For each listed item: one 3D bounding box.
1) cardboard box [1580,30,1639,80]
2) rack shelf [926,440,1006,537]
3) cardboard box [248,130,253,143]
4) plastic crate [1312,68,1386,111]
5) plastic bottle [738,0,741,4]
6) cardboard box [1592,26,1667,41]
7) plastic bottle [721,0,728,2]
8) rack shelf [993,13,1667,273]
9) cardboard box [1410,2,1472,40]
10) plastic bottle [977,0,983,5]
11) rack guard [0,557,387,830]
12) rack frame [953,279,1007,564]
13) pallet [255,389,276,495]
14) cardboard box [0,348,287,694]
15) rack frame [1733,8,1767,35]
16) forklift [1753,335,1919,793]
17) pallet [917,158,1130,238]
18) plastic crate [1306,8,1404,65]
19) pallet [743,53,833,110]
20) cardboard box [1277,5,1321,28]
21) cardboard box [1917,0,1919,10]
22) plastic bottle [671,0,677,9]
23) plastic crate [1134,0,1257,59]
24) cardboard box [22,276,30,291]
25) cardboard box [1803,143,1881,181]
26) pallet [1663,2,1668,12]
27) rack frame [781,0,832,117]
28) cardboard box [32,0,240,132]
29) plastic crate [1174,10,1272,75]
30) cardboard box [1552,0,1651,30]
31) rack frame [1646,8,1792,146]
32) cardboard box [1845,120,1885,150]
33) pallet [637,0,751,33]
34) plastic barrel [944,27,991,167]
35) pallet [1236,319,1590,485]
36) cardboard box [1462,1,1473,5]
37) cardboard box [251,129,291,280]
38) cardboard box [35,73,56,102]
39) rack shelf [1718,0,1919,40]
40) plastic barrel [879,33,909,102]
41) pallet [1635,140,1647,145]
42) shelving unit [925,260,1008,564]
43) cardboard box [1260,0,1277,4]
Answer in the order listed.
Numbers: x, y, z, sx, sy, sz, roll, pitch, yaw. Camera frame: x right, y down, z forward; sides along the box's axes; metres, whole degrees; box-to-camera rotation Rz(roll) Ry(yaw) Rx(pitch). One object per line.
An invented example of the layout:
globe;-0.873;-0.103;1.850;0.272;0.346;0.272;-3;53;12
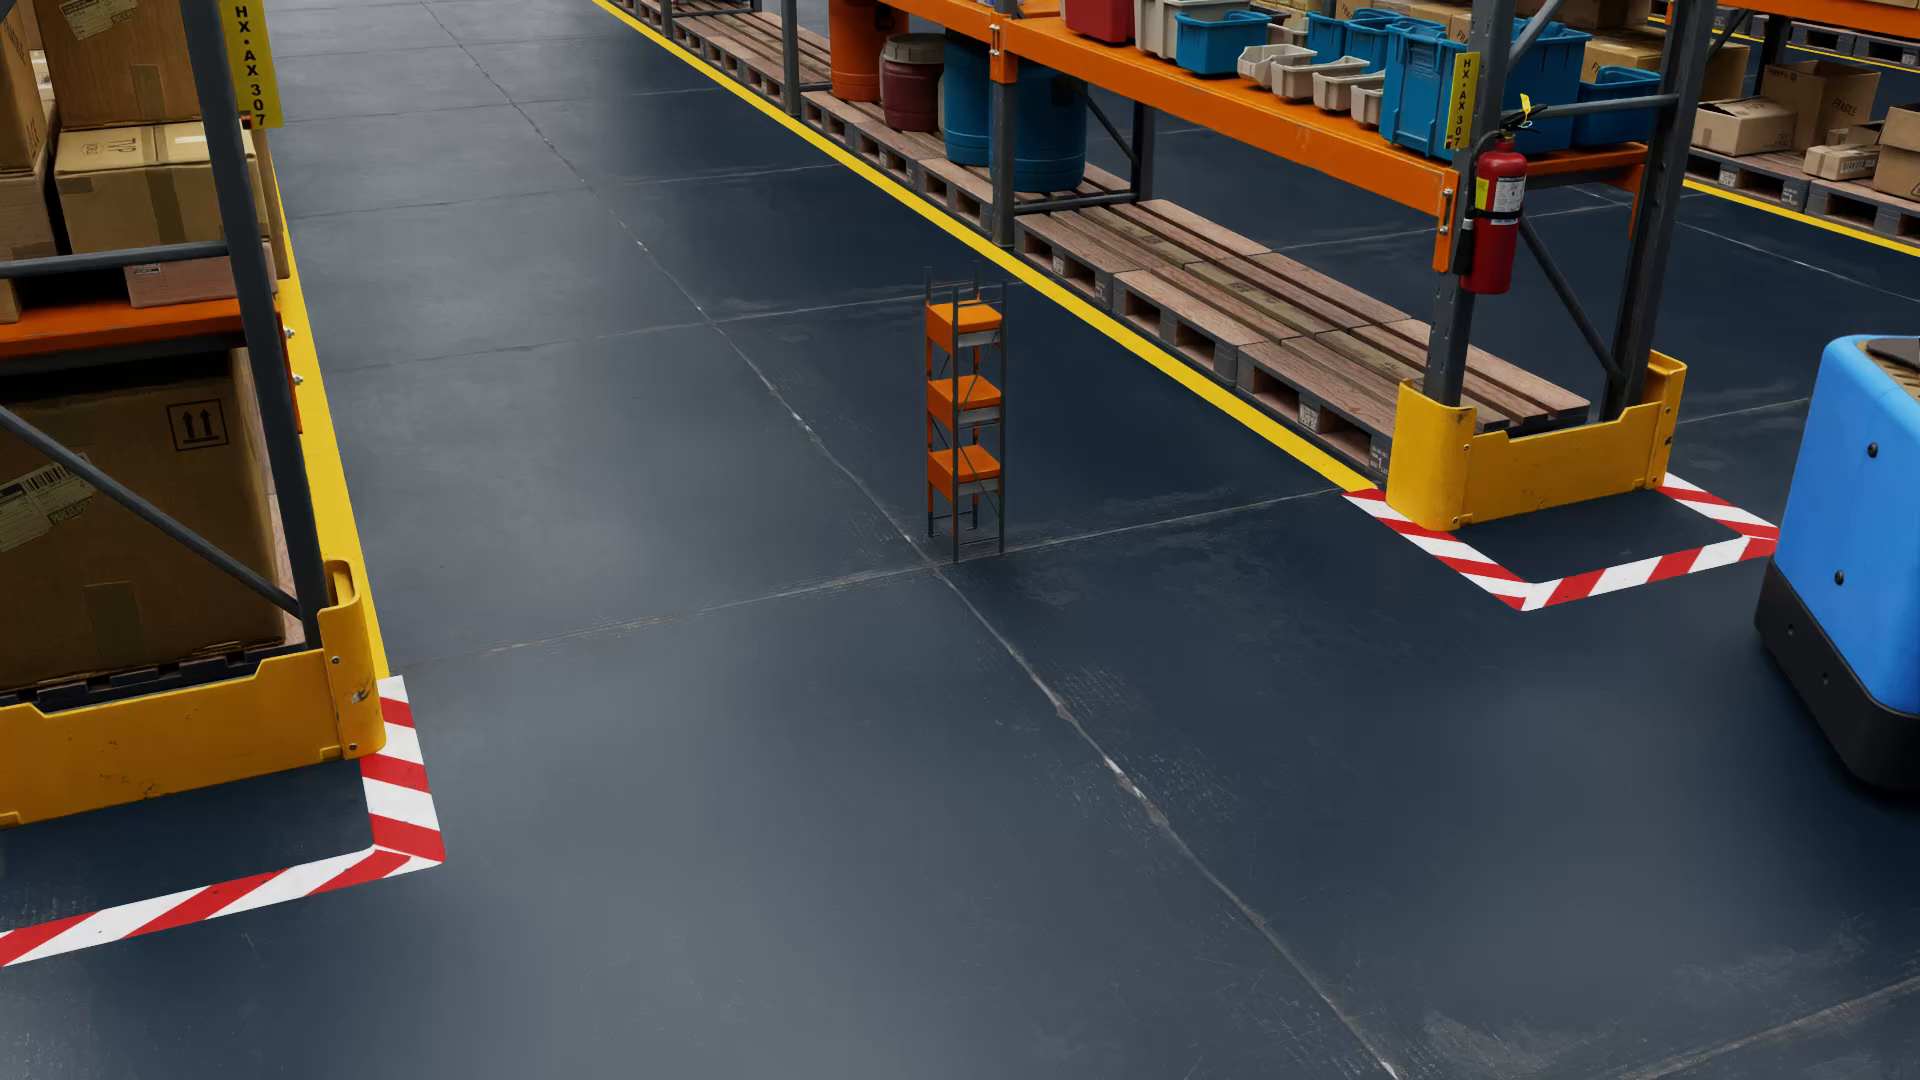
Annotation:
cardboard box;4.589;-3.437;12.218;0.500;0.500;0.500;-10;28;-20
rack shelf;0.021;-0.191;6.102;0.215;0.259;0.240;-11;28;-21
cardboard box;-2.661;-1.415;5.560;0.500;0.250;0.500;-12;28;-22
plastic crate;1.653;-1.873;6.899;0.396;0.136;0.243;-11;28;-21
plastic bottle;-2.222;-5.577;16.941;0.097;0.201;0.097;0;26;0
cardboard box;5.047;-3.536;12.422;0.500;0.500;0.500;-10;28;-20
plastic bottle;-2.431;-5.680;17.058;0.061;0.283;0.133;-11;28;-21
rack shelf;1.456;-2.031;7.811;1.077;0.370;4.000;-11;28;-21
cardboard box;3.983;-4.054;13.482;0.500;0.500;0.500;-11;28;-21
plastic bottle;0.150;-3.218;9.649;0.097;0.201;0.097;0;26;0
rack guard;-2.309;0.437;4.785;1.175;0.500;0.348;-11;28;-21
rack frame;0.069;-0.401;5.875;0.200;1.050;0.008;-11;28;-21
pallet;-3.177;-0.244;6.509;1.003;0.211;1.213;-11;28;-21
cardboard box;-2.643;-0.174;5.131;0.875;0.875;0.875;-11;28;-21
rack frame;8.222;-6.479;16.101;1.000;3.000;0.127;-11;28;-21
forklift;4.088;-0.710;4.364;3.031;2.935;1.130;3;26;6
pallet;0.409;-2.227;10.571;1.003;0.211;1.213;-11;28;-21
plastic crate;1.812;-2.308;7.680;0.416;0.233;0.300;-11;28;-21
pallet;-1.162;-3.843;13.880;1.003;0.211;1.213;-11;28;-21
cardboard box;3.235;-4.750;15.215;0.500;0.250;0.500;-10;28;-19
cardboard box;5.778;-3.190;9.251;0.500;0.500;0.500;-11;28;-21
plastic bottle;-2.889;-5.424;16.629;0.097;0.201;0.097;0;26;0
plastic crate;1.101;-2.487;7.992;0.437;0.282;0.530;-11;28;-21
cardboard box;-2.864;-0.775;4.704;0.380;0.149;0.250;-10;28;-20
cardboard box;5.545;-2.382;10.437;0.380;0.166;0.250;-11;28;-21
pallet;7.443;-6.033;18.366;1.003;0.211;1.213;-11;28;-21
rack frame;-0.894;-4.777;12.614;1.000;3.000;0.127;-11;28;-21
cardboard box;-2.454;-1.541;4.965;0.500;0.500;0.500;-11;28;-22
plastic crate;1.199;-2.284;7.631;0.416;0.233;0.300;-11;28;-21
cardboard box;4.875;-4.064;12.647;0.500;0.250;0.500;-11;28;-20
rack frame;5.232;-4.011;11.047;1.000;3.000;0.127;-11;28;-21
cardboard box;6.010;-2.517;10.549;0.500;0.311;0.500;-11;28;-21
pallet;-2.685;-5.417;17.103;1.003;0.211;1.213;-11;28;-21
plastic barrel;0.198;-2.916;10.716;0.600;0.901;0.708;-11;28;-21
pallet;1.952;-0.633;7.307;1.003;0.211;1.213;-11;28;-21
cardboard box;4.450;-4.154;13.687;0.500;0.500;0.500;-12;28;-22
cardboard box;-4.154;-1.800;8.460;1.225;0.875;0.875;-10;28;-20
cardboard box;-3.150;-1.322;5.372;0.500;0.250;0.500;-12;28;-22
rack shelf;6.015;-2.881;9.551;1.077;0.370;4.000;-11;28;-21
plastic barrel;-0.383;-3.440;12.234;0.421;0.512;0.421;0;26;0
pallet;4.878;-3.080;12.318;1.003;0.211;1.213;-11;28;-21
shelving unit;0.021;-0.450;5.975;0.215;1.050;0.252;-11;28;-21
cardboard box;3.024;-5.209;15.516;0.500;0.311;0.500;-11;28;-21
